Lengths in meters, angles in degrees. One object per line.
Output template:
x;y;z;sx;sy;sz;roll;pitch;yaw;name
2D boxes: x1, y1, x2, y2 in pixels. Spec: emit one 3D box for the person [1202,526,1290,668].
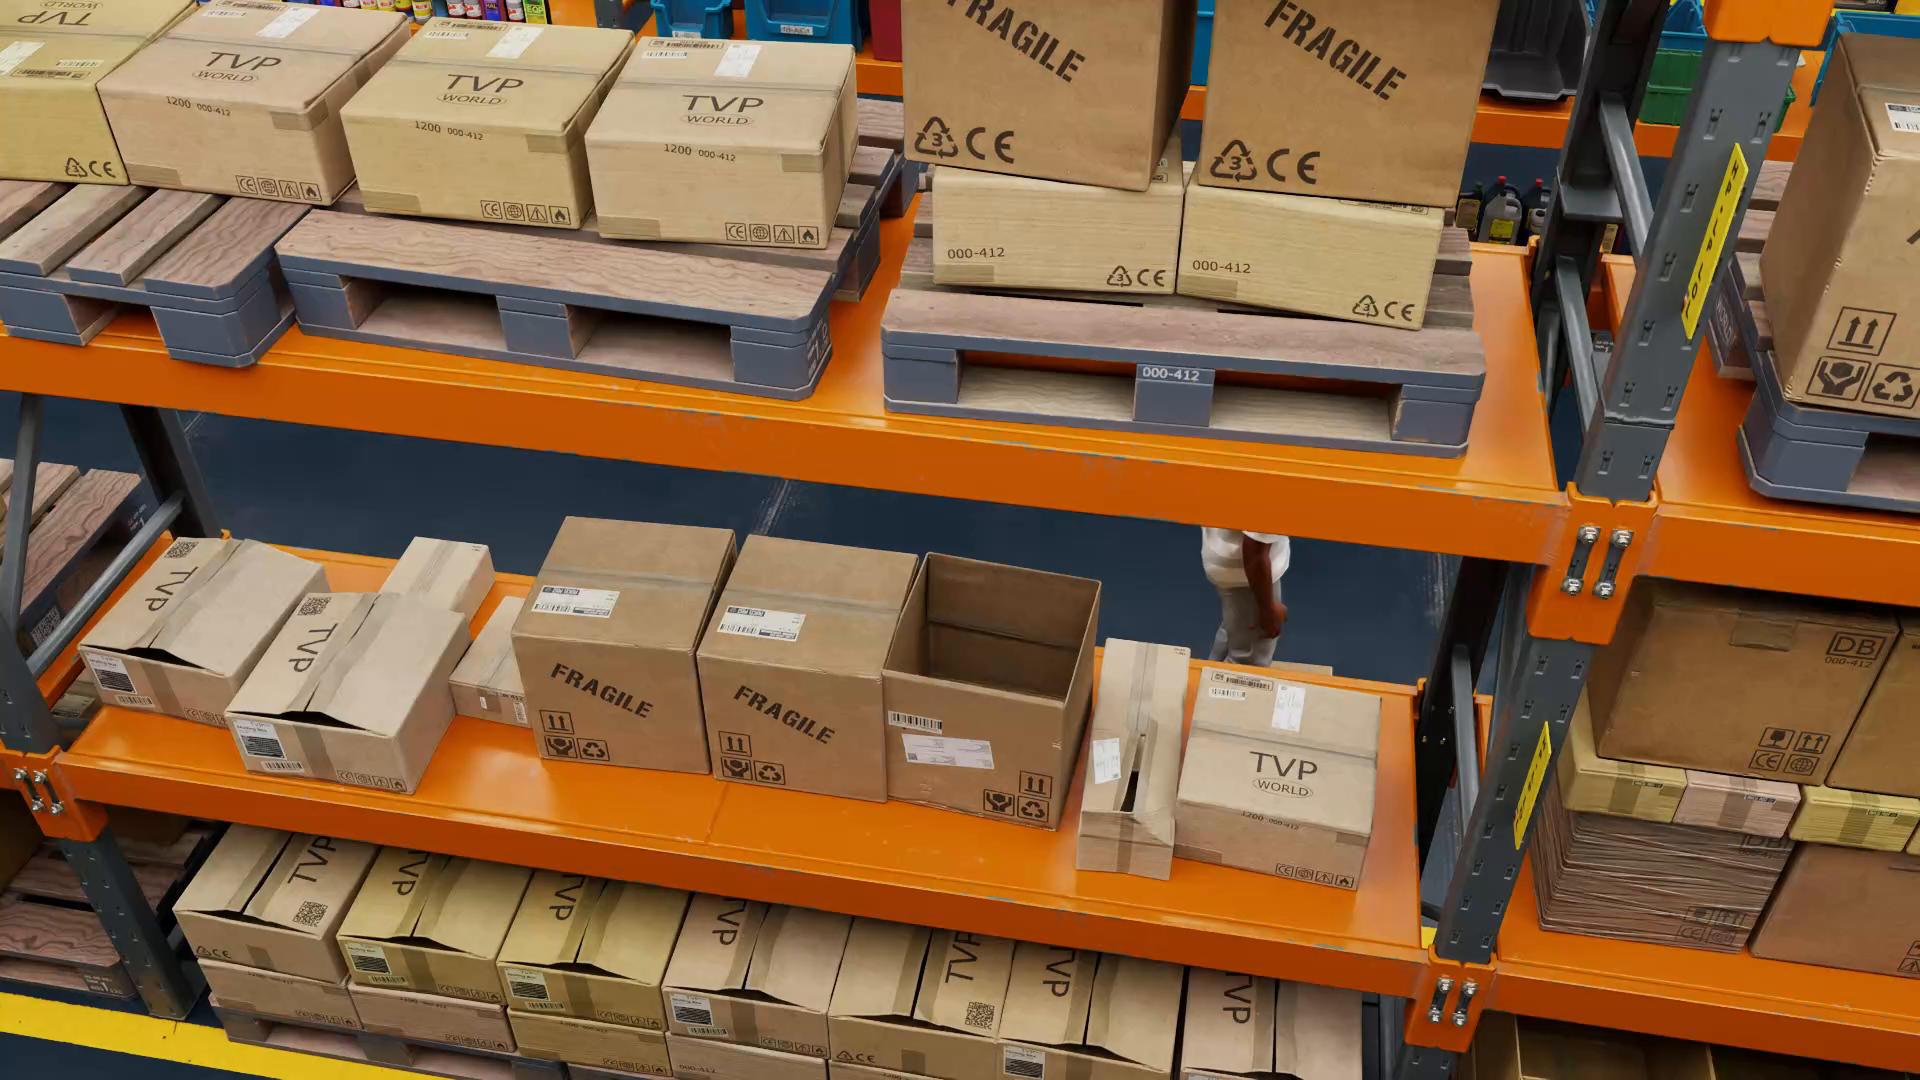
1.098;0.058;6.074;0.454;1.761;0.635;5;41;5;person
